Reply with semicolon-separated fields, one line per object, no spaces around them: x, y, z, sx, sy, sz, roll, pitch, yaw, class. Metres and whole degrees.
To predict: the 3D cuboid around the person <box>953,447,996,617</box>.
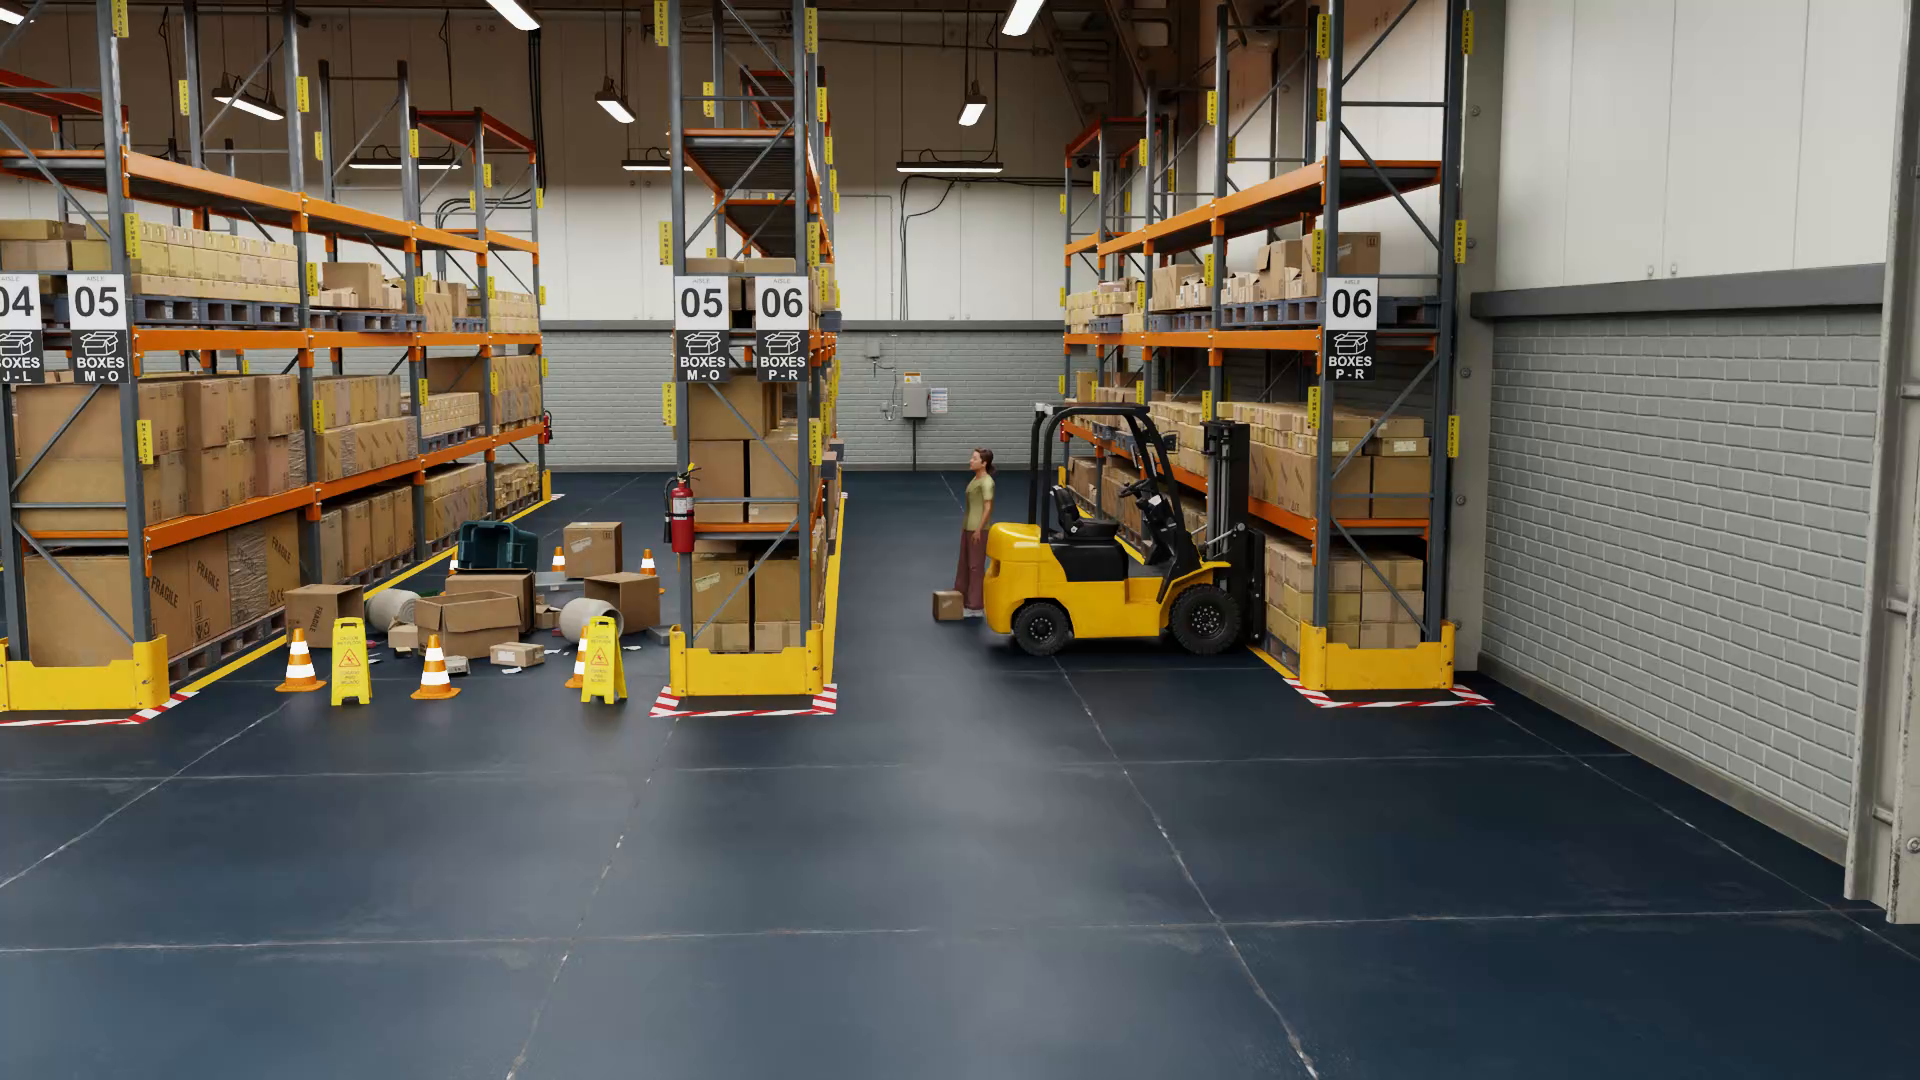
0.088;-0.080;16.342;0.549;1.674;0.551;-1;7;-11;person
